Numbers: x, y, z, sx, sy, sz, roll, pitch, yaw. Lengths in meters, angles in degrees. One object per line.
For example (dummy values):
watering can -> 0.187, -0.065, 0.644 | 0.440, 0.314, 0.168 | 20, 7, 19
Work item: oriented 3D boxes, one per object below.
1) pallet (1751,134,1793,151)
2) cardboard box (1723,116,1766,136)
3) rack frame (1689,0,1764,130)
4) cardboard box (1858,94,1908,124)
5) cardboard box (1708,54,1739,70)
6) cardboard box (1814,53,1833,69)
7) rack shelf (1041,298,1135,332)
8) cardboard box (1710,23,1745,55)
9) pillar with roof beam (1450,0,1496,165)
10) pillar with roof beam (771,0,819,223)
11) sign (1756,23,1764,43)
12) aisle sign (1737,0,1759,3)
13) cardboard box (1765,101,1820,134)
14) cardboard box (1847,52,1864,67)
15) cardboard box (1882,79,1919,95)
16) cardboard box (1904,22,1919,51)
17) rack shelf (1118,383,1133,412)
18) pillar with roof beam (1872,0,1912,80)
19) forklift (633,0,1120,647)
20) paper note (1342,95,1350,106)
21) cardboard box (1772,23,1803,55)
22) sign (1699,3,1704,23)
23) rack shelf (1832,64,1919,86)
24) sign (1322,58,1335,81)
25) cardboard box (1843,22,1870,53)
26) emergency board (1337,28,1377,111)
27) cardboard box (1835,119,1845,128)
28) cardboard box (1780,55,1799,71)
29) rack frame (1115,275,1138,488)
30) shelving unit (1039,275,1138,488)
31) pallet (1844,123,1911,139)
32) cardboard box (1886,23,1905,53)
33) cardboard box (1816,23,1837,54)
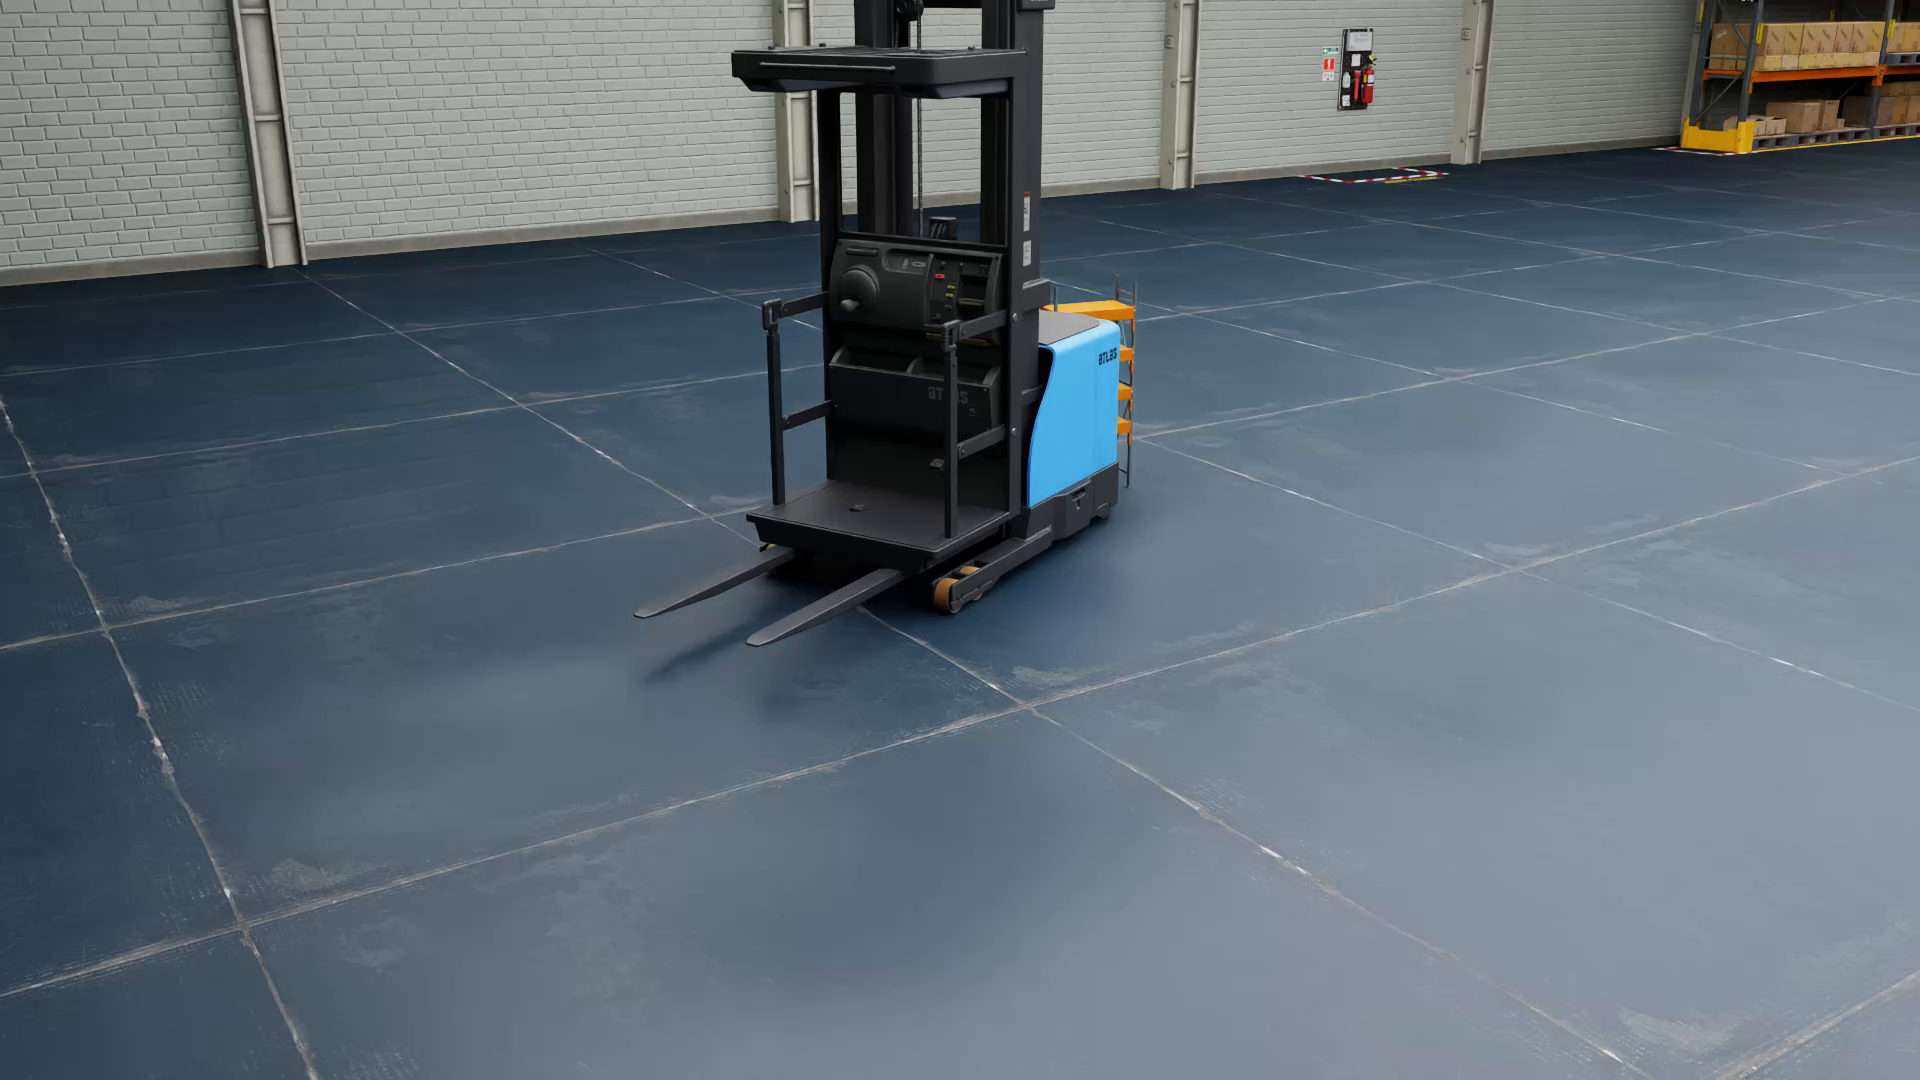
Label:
pallet -> 13.722, -6.969, 29.028 | 1.213, 0.211, 1.003 | -12, 22, -31
cardboard box -> 13.588, -7.175, 28.796 | 0.500, 0.311, 0.500 | -15, 24, -37
rack frame -> 12.961, -8.143, 28.146 | 0.127, 3.000, 1.000 | -12, 22, -31
cardboard box -> 17.311, -8.110, 31.266 | 0.500, 0.500, 0.700 | -12, 22, -32
cardboard box -> 13.244, -8.215, 28.564 | 0.500, 0.250, 0.500 | -12, 22, -31
cardboard box -> 14.821, -8.354, 28.974 | 0.500, 0.250, 0.500 | -12, 22, -31
rack shelf -> 0.710, -1.246, 9.329 | 0.480, 0.148, 0.258 | -7, 20, -21
cardboard box -> 13.237, -8.576, 28.461 | 0.500, 0.500, 0.500 | -12, 22, -32
pillar with roof beam -> 10.426, -9.131, 21.702 | 0.400, 9.000, 9.100 | -12, 22, -31
pillar with roof beam -> 0.404, -7.017, 15.450 | 0.400, 9.000, 9.100 | -12, 22, -31
sign -> 13.259, -8.408, 27.578 | 0.005, 0.325, 0.100 | -12, 22, -31
aisle sign -> 13.066, -9.281, 27.455 | 0.004, 0.787, 0.394 | -12, 22, -31
cardboard box -> 14.704, -7.481, 29.405 | 0.500, 0.500, 0.700 | -14, 23, -35
cardboard box -> 15.652, -8.535, 29.511 | 0.500, 0.250, 0.500 | -12, 22, -31
cardboard box -> 17.705, -8.532, 31.343 | 0.500, 0.250, 0.500 | -13, 22, -33
cardboard box -> 17.749, -9.404, 31.035 | 0.500, 0.500, 0.700 | -9, 21, -24
rack shelf -> 0.710, -0.810, 9.477 | 0.480, 0.148, 0.258 | -7, 20, -21
pillar with roof beam -> 20.448, -11.245, 27.955 | 0.400, 9.000, 9.100 | -12, 22, -31
forklift -> -0.327, -1.216, 7.765 | 1.130, 2.935, 3.031 | 11, 22, 29
paper note -> 5.788, -6.585, 24.915 | 0.142, 0.148, 0.016 | -12, 22, -31
cardboard box -> 13.943, -8.524, 28.307 | 0.500, 0.500, 0.500 | -12, 22, -31
sign -> 12.672, -8.993, 28.360 | 0.005, 0.325, 0.100 | -12, 22, -31
rack shelf -> 17.972, -8.859, 31.388 | 4.000, 0.370, 1.077 | -12, 22, -31
sign -> 5.455, -6.962, 24.600 | 0.234, 0.329, 0.001 | -12, 22, -31
cardboard box -> 15.663, -8.885, 29.375 | 0.500, 0.500, 0.500 | -12, 22, -32
emergency board -> 5.974, -7.015, 24.812 | 0.643, 1.169, 0.194 | -12, 22, -31
cardboard box -> 15.871, -7.611, 30.311 | 0.250, 0.166, 0.380 | -16, 24, -38
cardboard box -> 13.969, -8.177, 28.452 | 0.500, 0.250, 0.500 | -13, 22, -33
rack frame -> 0.936, -0.903, 9.542 | 0.015, 1.200, 0.240 | -7, 20, -21
shelving unit -> 0.710, -0.873, 9.455 | 0.503, 1.200, 0.258 | -7, 20, -21
pallet -> 16.951, -7.664, 31.084 | 1.213, 0.211, 1.003 | -12, 22, -31
cardboard box -> 16.745, -9.183, 30.382 | 0.500, 0.500, 0.700 | -12, 22, -31
cardboard box -> 14.803, -8.708, 28.850 | 0.500, 0.500, 0.500 | -11, 22, -30
